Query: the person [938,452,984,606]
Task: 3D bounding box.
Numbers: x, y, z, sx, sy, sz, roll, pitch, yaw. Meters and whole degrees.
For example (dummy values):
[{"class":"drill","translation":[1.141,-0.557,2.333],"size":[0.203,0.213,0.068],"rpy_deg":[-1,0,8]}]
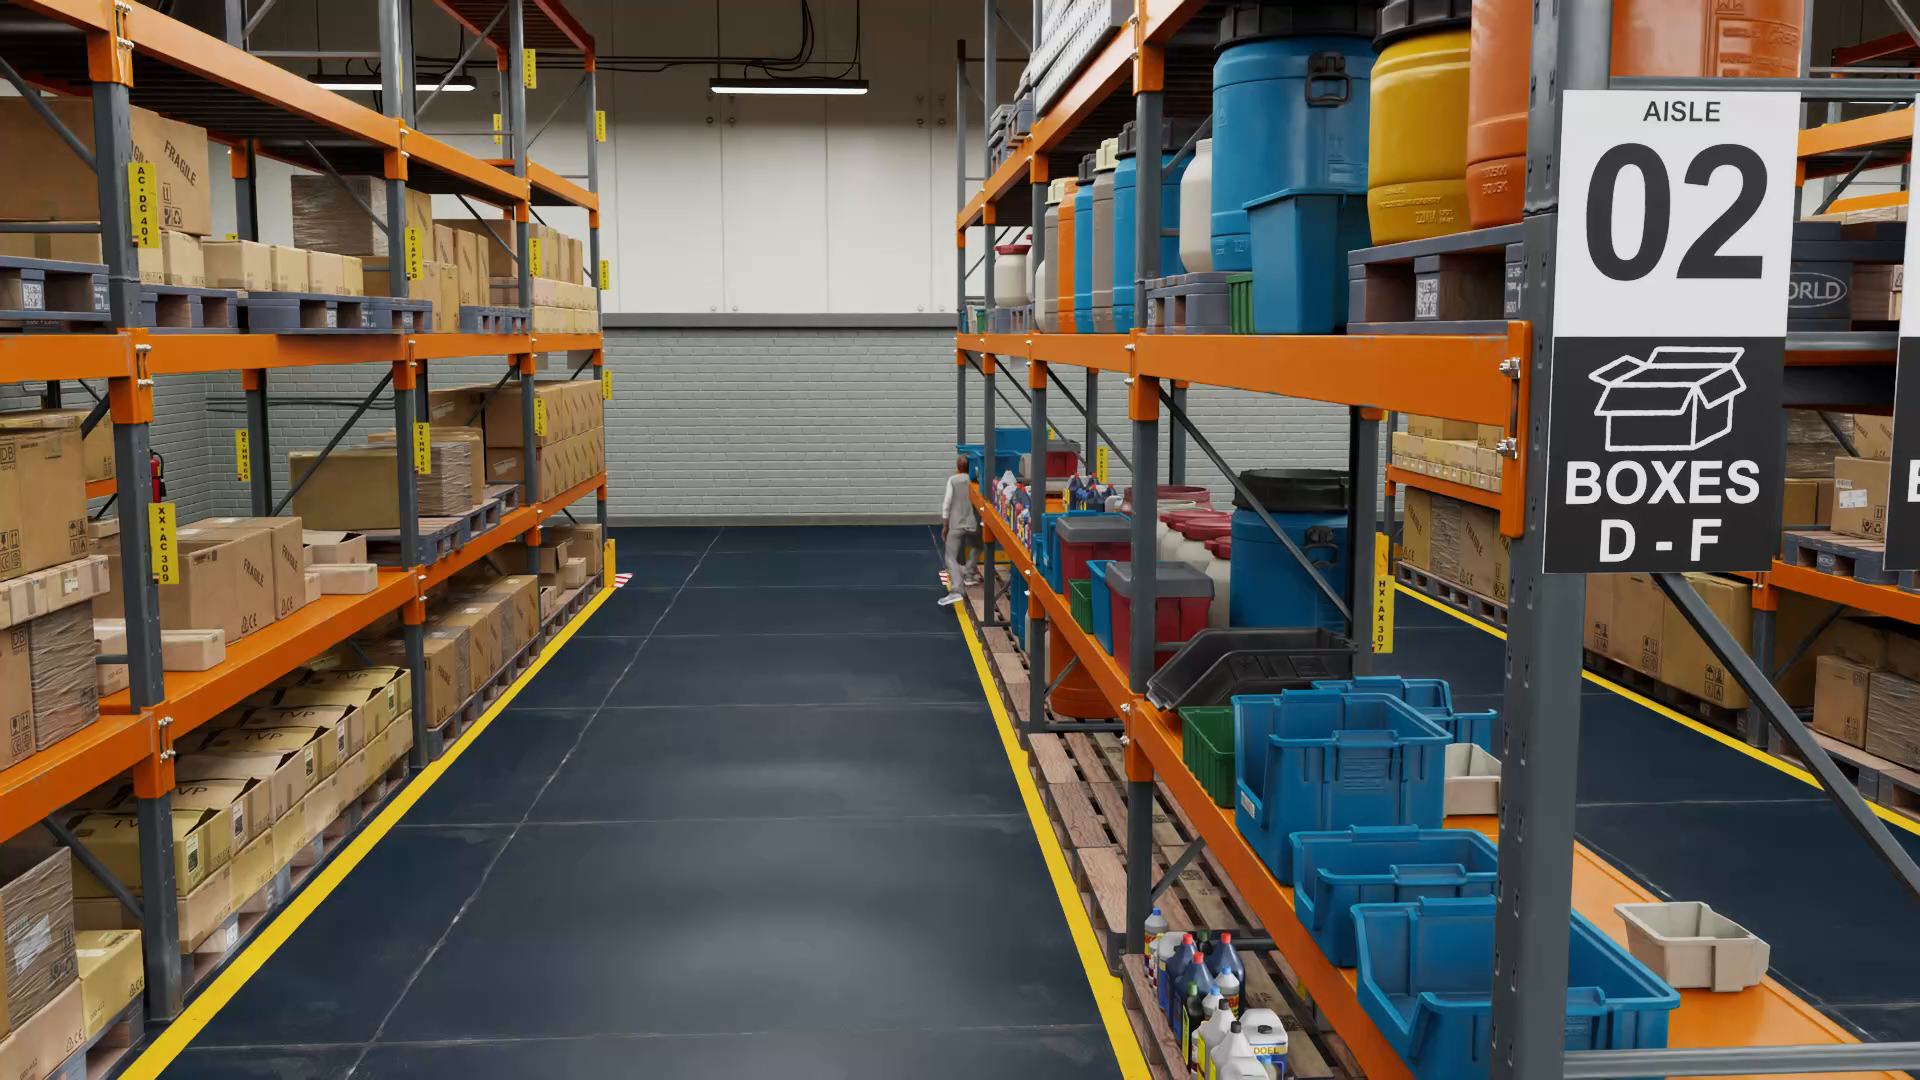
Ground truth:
[{"class":"person","translation":[0.019,-0.129,17.115],"size":[0.540,1.531,0.704],"rpy_deg":[-1,7,-7]}]
